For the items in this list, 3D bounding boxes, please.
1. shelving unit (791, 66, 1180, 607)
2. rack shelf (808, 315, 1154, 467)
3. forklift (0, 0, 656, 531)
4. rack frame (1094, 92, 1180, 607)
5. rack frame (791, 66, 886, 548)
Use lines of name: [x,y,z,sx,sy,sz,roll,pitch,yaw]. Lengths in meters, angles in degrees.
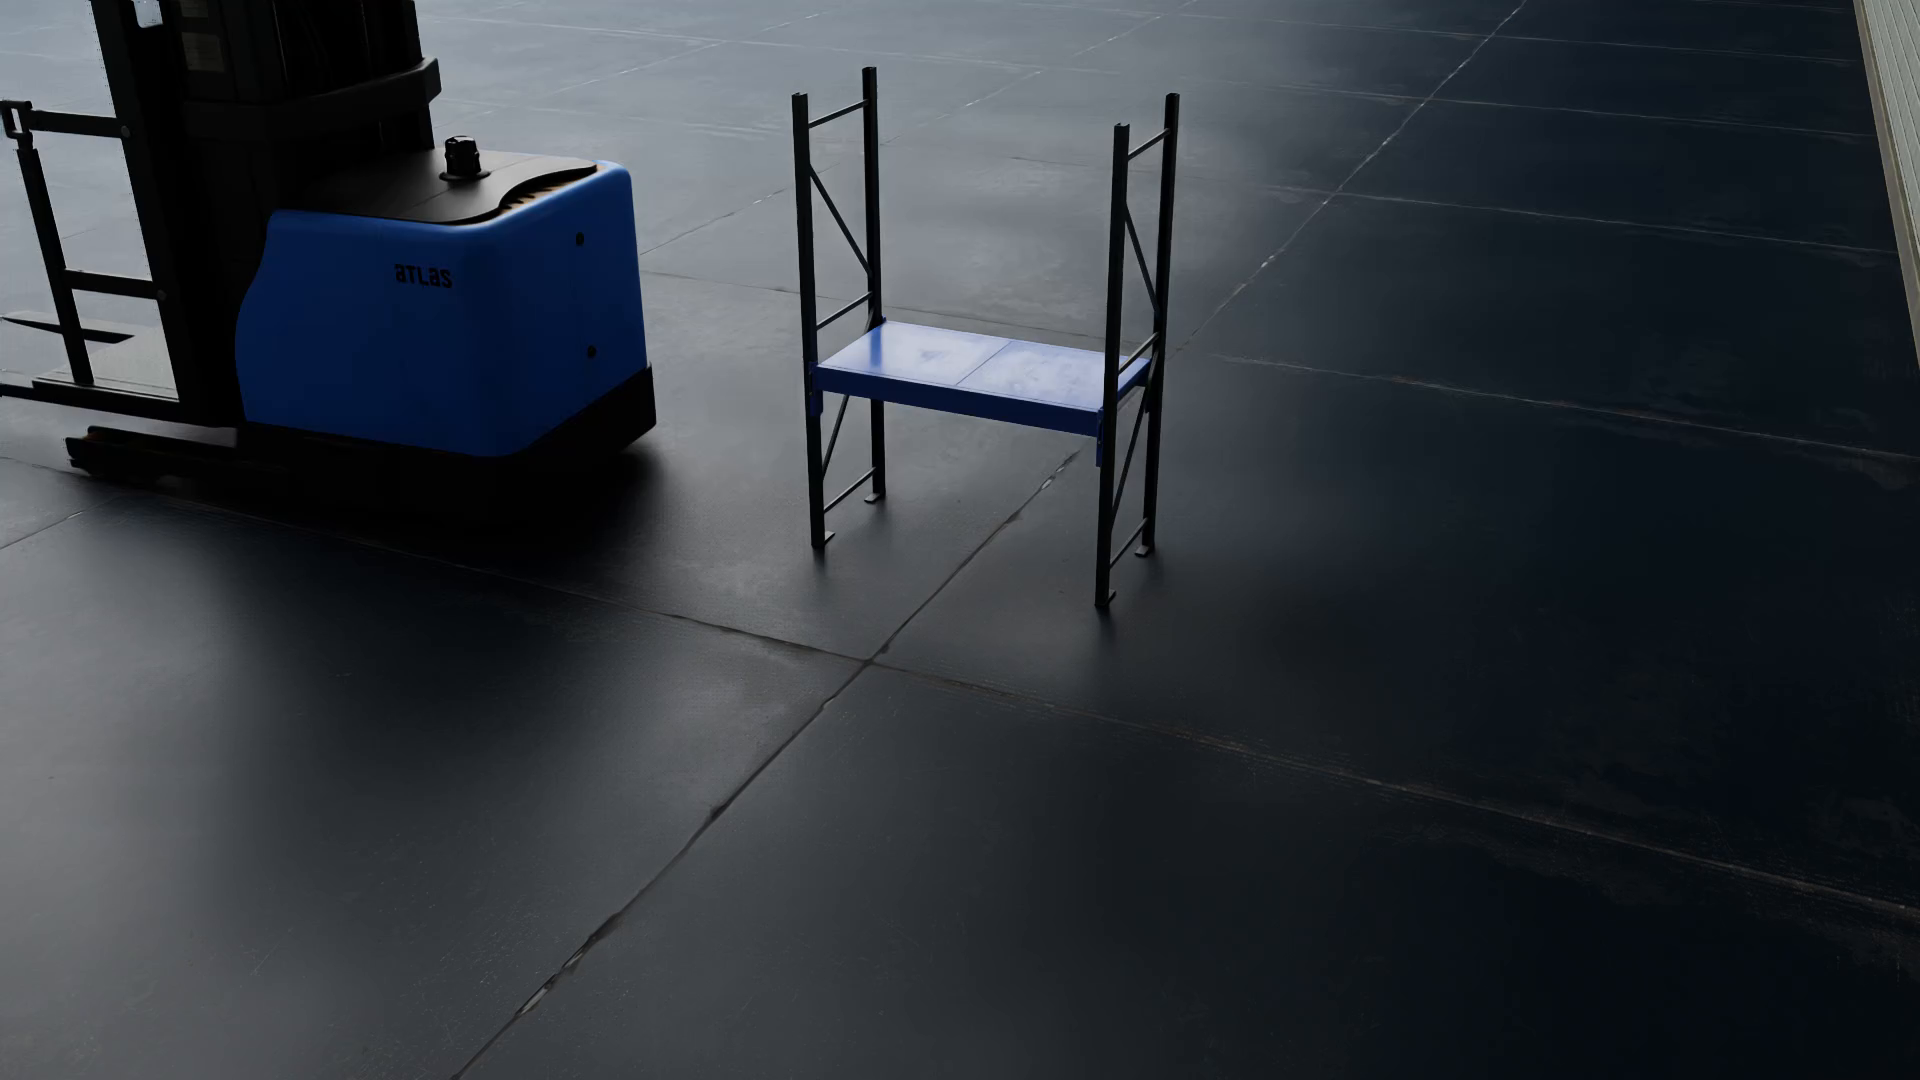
shelving unit: [0.078,-0.657,5.289,1.048,1.500,0.538,11,28,22]
rack shelf: [0.078,-0.496,5.368,1.000,0.185,0.538,11,28,22]
forklift: [-2.742,-1.728,5.844,3.031,2.935,1.130,9,28,17]
rack frame: [0.540,-0.564,5.100,0.032,1.500,0.500,11,28,22]
rack frame: [-0.385,-0.750,5.477,0.032,1.500,0.500,11,28,22]
